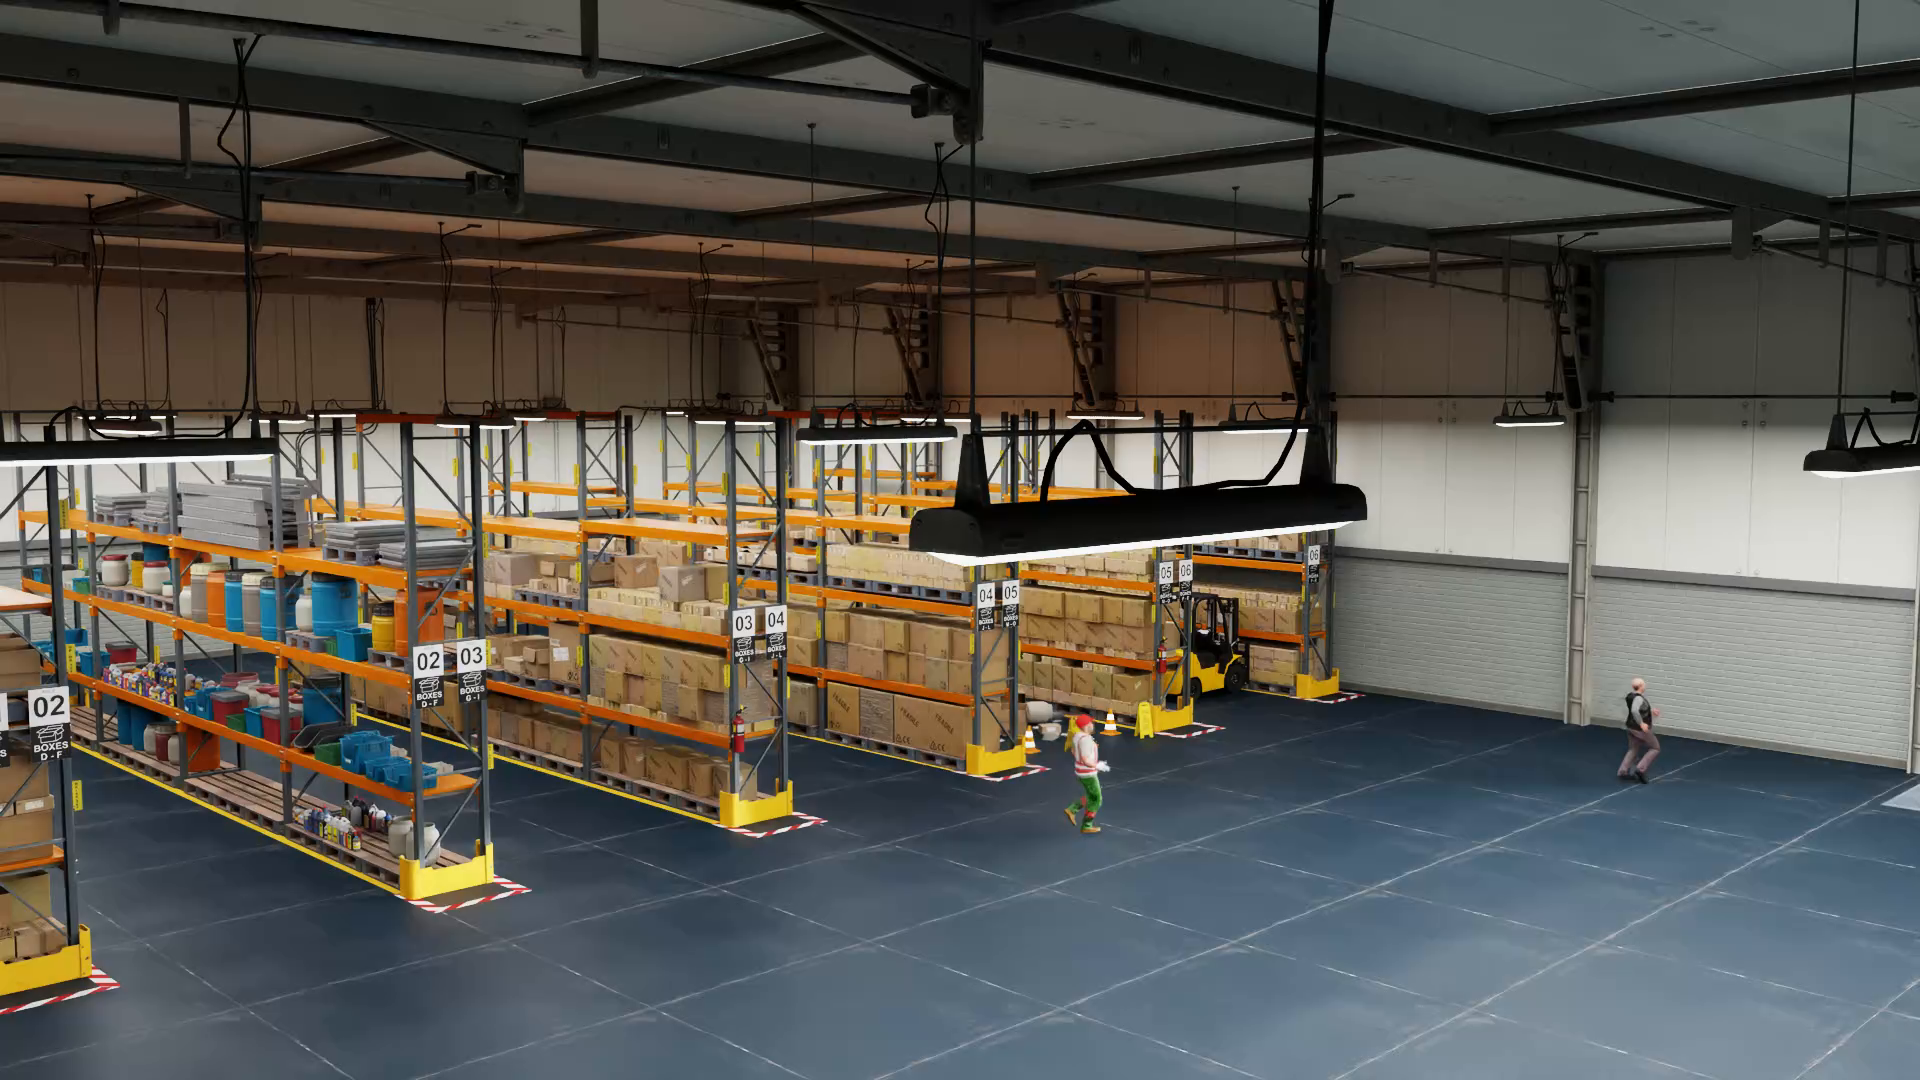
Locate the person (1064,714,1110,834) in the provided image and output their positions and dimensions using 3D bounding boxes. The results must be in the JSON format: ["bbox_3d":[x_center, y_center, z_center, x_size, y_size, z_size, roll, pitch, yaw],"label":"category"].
[{"bbox_3d":[1.826,3.376,24.033,0.615,1.738,0.652,-1,5,-8],"label":"person"}]

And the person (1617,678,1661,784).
[{"bbox_3d":[11.123,3.116,27.178,0.693,1.720,0.629,-1,5,-6],"label":"person"}]
